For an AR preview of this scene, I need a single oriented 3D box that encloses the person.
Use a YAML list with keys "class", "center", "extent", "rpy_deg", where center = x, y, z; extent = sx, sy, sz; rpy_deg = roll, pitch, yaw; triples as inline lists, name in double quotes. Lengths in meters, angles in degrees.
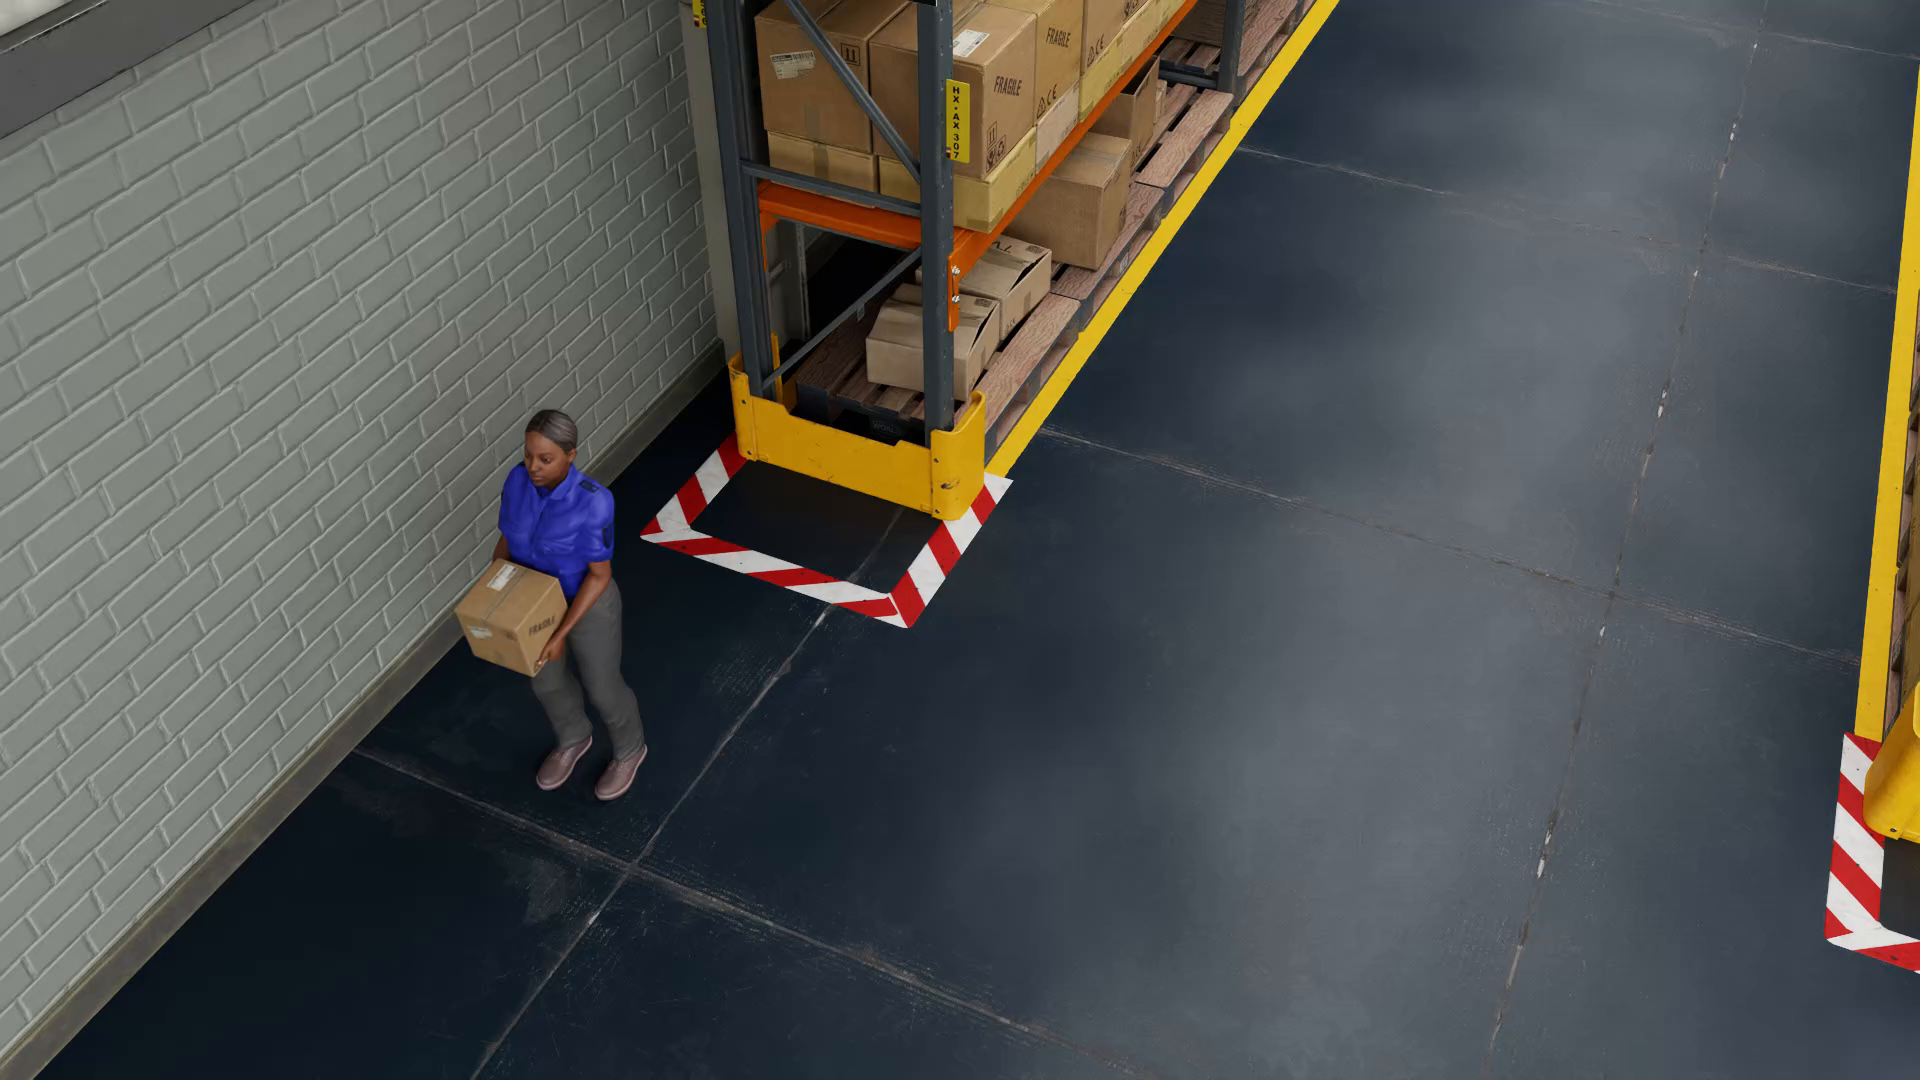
- class: "person"
  center: [-1.387, 0.252, 5.897]
  extent: [0.532, 1.641, 0.347]
  rpy_deg: [15, 44, 16]
